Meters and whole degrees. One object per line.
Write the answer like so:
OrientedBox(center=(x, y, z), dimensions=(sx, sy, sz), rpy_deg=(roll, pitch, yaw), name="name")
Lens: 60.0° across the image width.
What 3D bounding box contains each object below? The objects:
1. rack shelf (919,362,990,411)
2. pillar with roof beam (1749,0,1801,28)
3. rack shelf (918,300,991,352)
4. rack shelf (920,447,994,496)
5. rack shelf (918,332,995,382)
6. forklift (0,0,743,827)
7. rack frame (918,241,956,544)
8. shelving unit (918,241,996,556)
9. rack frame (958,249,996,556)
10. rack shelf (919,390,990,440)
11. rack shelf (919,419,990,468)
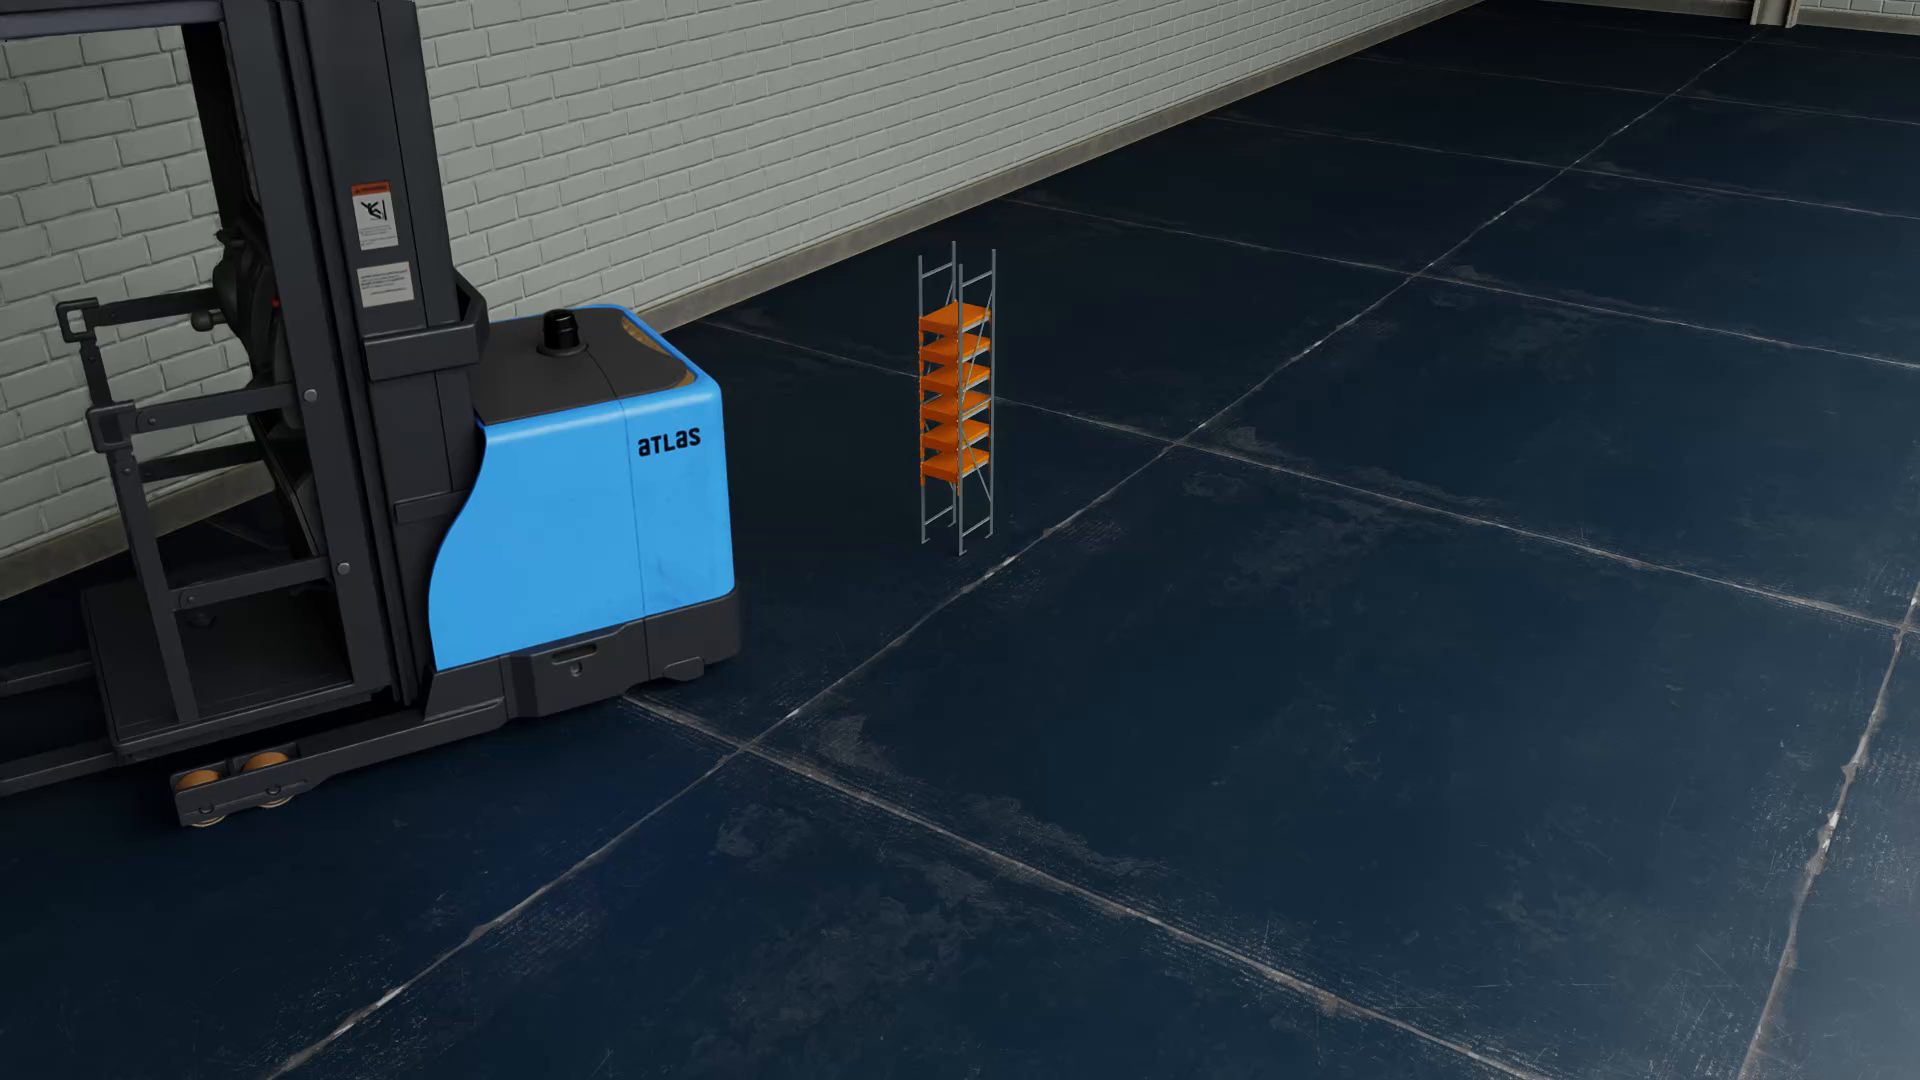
OrientedBox(center=(-0.012, -0.606, 6.451), dimensions=(0.180, 0.103, 0.258), rpy_deg=(17, 32, 30), name="rack shelf")
OrientedBox(center=(6.023, -7.774, 12.104), dimensions=(0.400, 9.000, 9.100), rpy_deg=(17, 32, 30), name="pillar with roof beam")
OrientedBox(center=(-0.012, -0.820, 6.342), dimensions=(0.180, 0.103, 0.258), rpy_deg=(17, 32, 30), name="rack shelf")
OrientedBox(center=(-0.012, -0.285, 6.614), dimensions=(0.180, 0.103, 0.258), rpy_deg=(17, 32, 30), name="rack shelf")
OrientedBox(center=(-0.012, -0.713, 6.396), dimensions=(0.180, 0.103, 0.258), rpy_deg=(17, 32, 30), name="rack shelf")
OrientedBox(center=(-2.300, -0.712, 4.917), dimensions=(3.031, 2.935, 1.130), rpy_deg=(-15, 30, -26), name="forklift")
OrientedBox(center=(-0.087, -0.562, 6.531), dimensions=(0.006, 1.200, 0.240), rpy_deg=(17, 32, 30), name="rack frame")
OrientedBox(center=(-0.012, -0.538, 6.485), dimensions=(0.189, 1.200, 0.258), rpy_deg=(17, 32, 30), name="shelving unit")
OrientedBox(center=(0.063, -0.515, 6.439), dimensions=(0.006, 1.200, 0.240), rpy_deg=(17, 32, 30), name="rack frame")
OrientedBox(center=(-0.012, -0.499, 6.505), dimensions=(0.180, 0.103, 0.258), rpy_deg=(17, 32, 30), name="rack shelf")
OrientedBox(center=(-0.012, -0.392, 6.560), dimensions=(0.180, 0.103, 0.258), rpy_deg=(17, 32, 30), name="rack shelf")
